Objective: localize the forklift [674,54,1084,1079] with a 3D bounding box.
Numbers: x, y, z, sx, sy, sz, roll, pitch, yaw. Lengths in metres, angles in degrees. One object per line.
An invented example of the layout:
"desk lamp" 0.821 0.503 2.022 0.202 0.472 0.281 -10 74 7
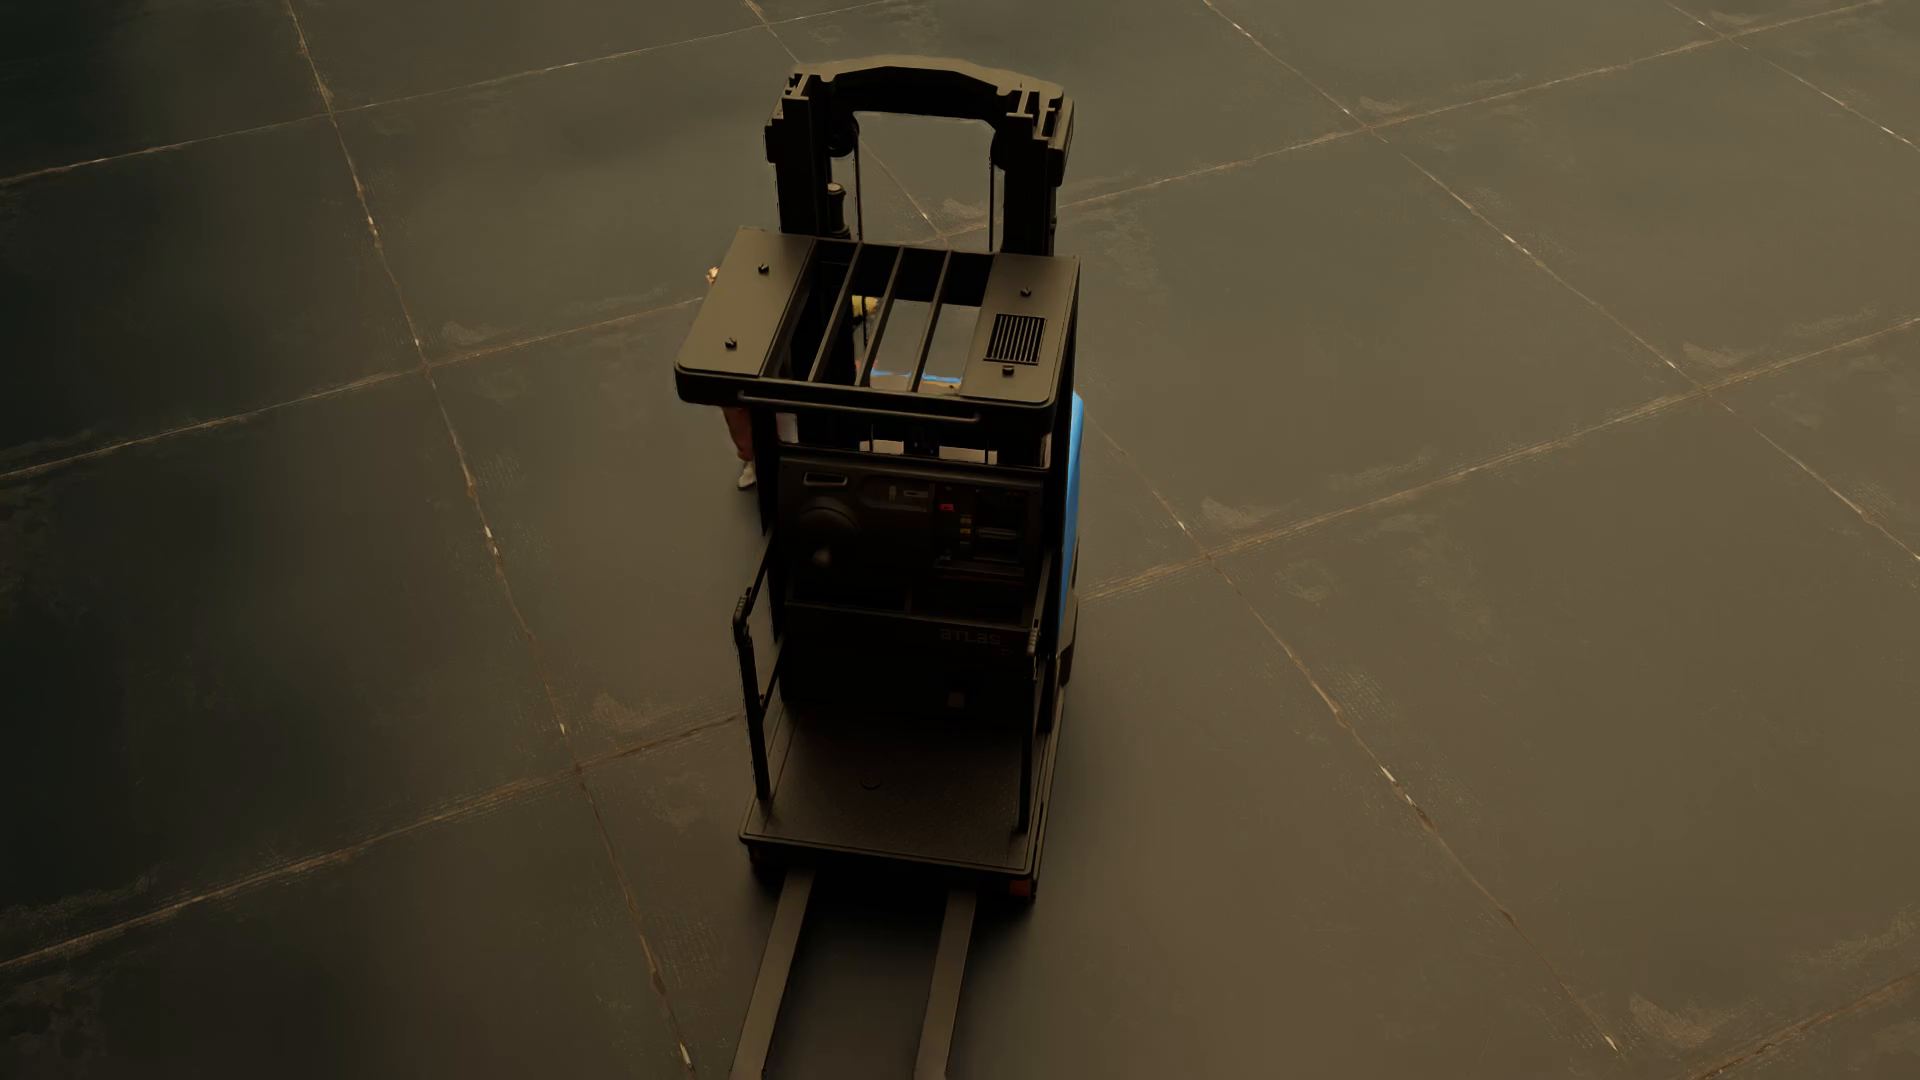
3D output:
"forklift" -0.210 0.024 5.655 1.130 2.935 3.031 6 43 7

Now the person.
"person" -0.691 -0.872 7.724 0.954 1.450 0.668 -4 43 -4
